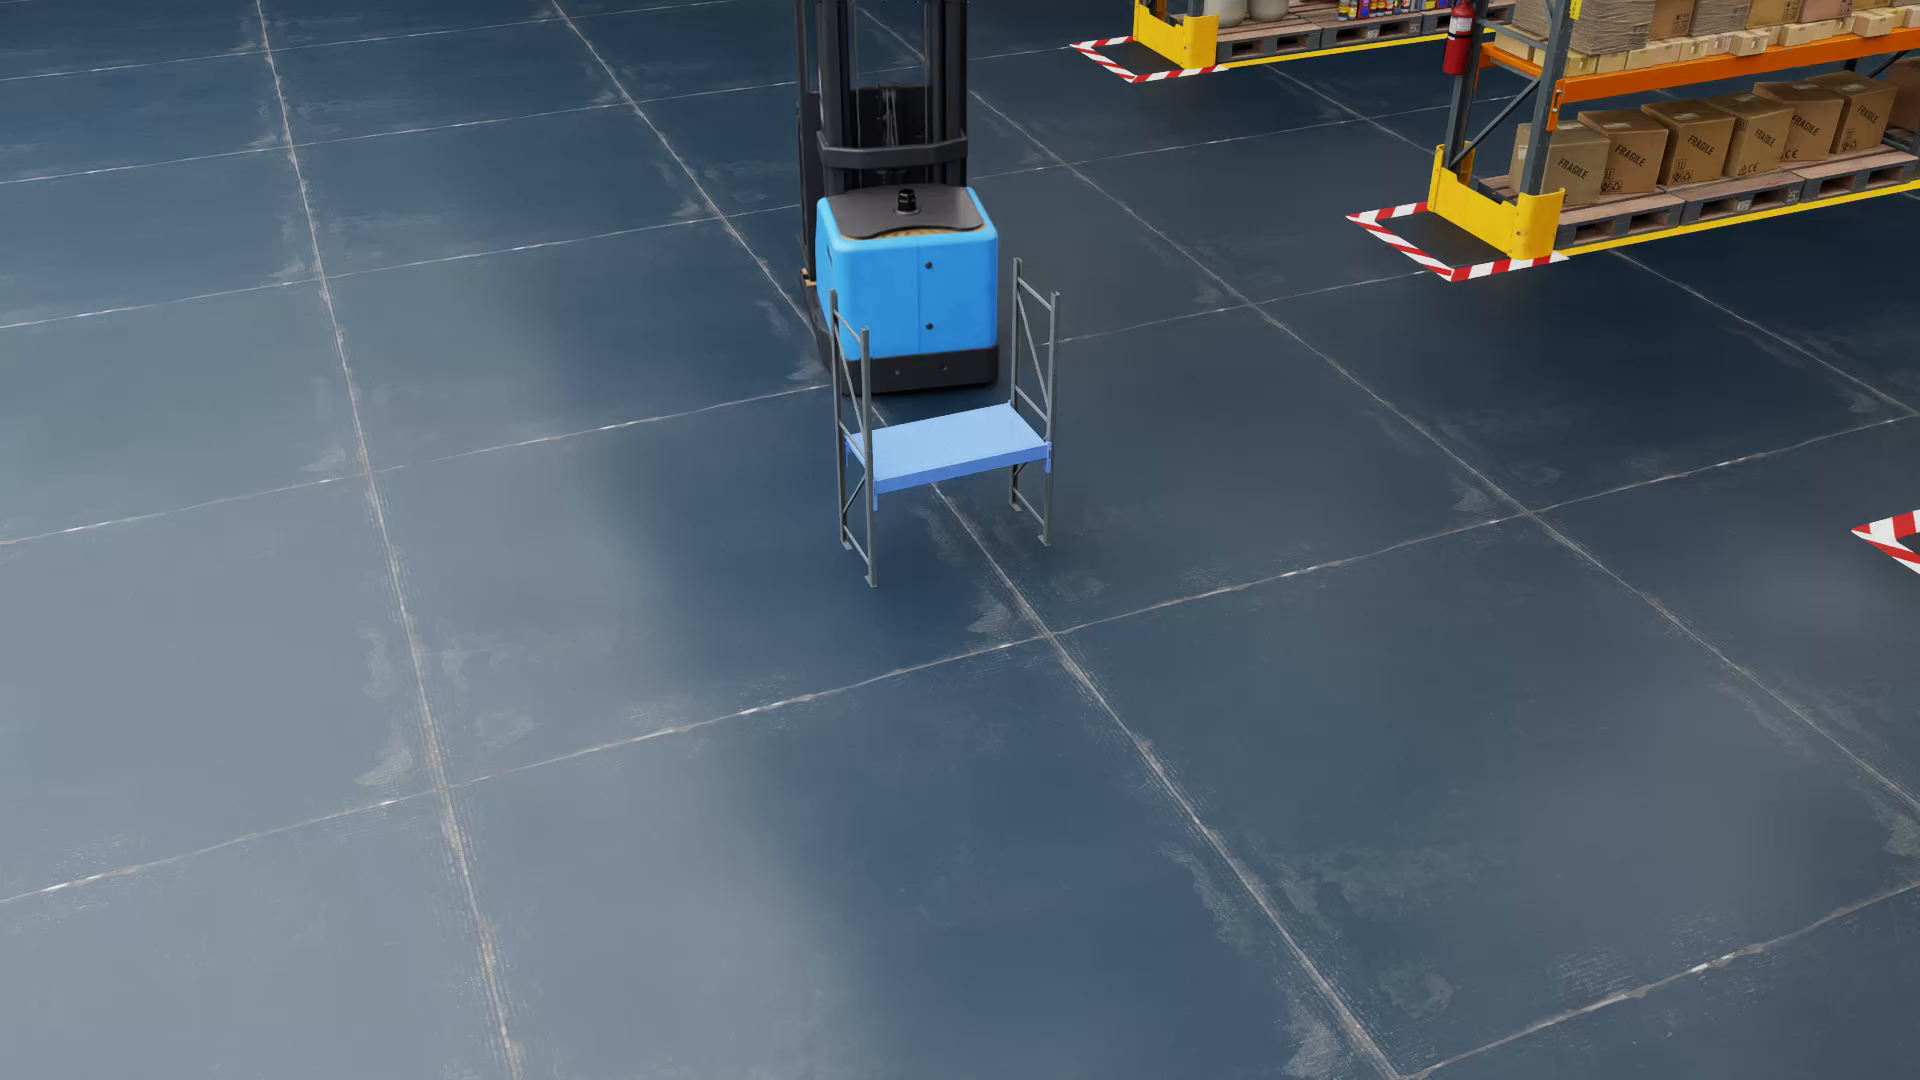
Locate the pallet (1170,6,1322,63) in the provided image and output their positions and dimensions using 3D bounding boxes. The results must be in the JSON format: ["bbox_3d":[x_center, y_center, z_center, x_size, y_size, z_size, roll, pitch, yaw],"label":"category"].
[{"bbox_3d":[2.892,-5.168,16.917,1.213,0.211,1.003,-13,35,-19],"label":"pallet"}]

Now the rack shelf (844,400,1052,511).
[{"bbox_3d":[-0.079,-0.460,8.829,1.000,0.185,0.538,-13,35,-19],"label":"rack shelf"}]

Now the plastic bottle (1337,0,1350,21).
[{"bbox_3d":[3.881,-5.395,16.808,0.097,0.271,0.097,0,33,0],"label":"plastic bottle"}]

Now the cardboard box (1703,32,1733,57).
[{"bbox_3d":[5.512,-3.740,12.396,0.250,0.149,0.380,-13,35,-19],"label":"cardboard box"}]

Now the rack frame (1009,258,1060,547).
[{"bbox_3d":[0.390,-0.718,8.896,0.032,1.500,0.500,-13,35,-19],"label":"rack frame"}]

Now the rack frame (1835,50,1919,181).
[{"bbox_3d":[7.695,-4.482,13.306,0.127,3.000,1.000,-13,35,-19],"label":"rack frame"}]

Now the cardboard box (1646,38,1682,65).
[{"bbox_3d":[5.058,-3.624,12.218,0.250,0.149,0.380,-13,35,-19],"label":"cardboard box"}]

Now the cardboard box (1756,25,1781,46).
[{"bbox_3d":[5.961,-3.860,12.580,0.250,0.149,0.380,-13,35,-19],"label":"cardboard box"}]

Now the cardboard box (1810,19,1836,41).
[{"bbox_3d":[6.438,-3.945,12.711,0.250,0.149,0.380,-13,35,-19],"label":"cardboard box"}]

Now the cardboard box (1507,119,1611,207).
[{"bbox_3d":[4.589,-2.889,12.765,0.500,0.500,0.500,-7,34,-10],"label":"cardboard box"}]

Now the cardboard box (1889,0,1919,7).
[{"bbox_3d":[7.256,-4.585,13.100,0.500,0.500,0.875,-13,35,-19],"label":"cardboard box"}]

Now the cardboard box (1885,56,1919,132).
[{"bbox_3d":[8.269,-3.738,14.051,0.500,0.500,0.700,-16,36,-23],"label":"cardboard box"}]

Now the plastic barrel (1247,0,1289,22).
[{"bbox_3d":[3.129,-5.545,16.835,0.421,0.512,0.421,0,33,0],"label":"plastic barrel"}]

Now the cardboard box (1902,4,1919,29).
[{"bbox_3d":[7.376,-4.136,13.004,0.250,0.149,0.380,-13,35,-19],"label":"cardboard box"}]

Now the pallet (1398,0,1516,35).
[{"bbox_3d":[5.142,-5.683,17.709,1.213,0.211,1.003,-13,35,-19],"label":"pallet"}]

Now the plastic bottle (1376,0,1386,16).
[{"bbox_3d":[4.290,-5.489,16.951,0.097,0.271,0.097,0,33,0],"label":"plastic bottle"}]

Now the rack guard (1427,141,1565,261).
[{"bbox_3d":[4.077,-2.606,12.715,0.348,0.500,1.175,-13,35,-19],"label":"rack guard"}]

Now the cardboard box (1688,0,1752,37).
[{"bbox_3d":[5.417,-4.156,12.441,0.500,0.500,0.875,-13,35,-19],"label":"cardboard box"}]

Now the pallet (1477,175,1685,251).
[{"bbox_3d":[4.839,-2.639,13.030,1.213,0.211,1.003,-13,35,-19],"label":"pallet"}]

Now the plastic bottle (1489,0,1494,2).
[{"bbox_3d":[5.563,-5.751,17.419,0.097,0.201,0.097,0,33,0],"label":"plastic bottle"}]

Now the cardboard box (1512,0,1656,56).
[{"bbox_3d":[4.524,-3.907,12.057,0.500,0.500,0.875,-13,35,-19],"label":"cardboard box"}]

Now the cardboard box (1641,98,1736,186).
[{"bbox_3d":[5.711,-3.155,13.174,0.500,0.500,0.500,-10,34,-14],"label":"cardboard box"}]

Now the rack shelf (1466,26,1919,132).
[{"bbox_3d":[5.851,-3.758,12.853,4.000,0.370,1.077,-13,35,-19],"label":"rack shelf"}]

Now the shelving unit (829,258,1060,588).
[{"bbox_3d":[-0.079,-0.611,8.731,1.048,1.500,0.538,-13,35,-19],"label":"shelving unit"}]

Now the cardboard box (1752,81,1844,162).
[{"bbox_3d":[6.785,-3.421,13.583,0.500,0.500,0.500,-2,33,-4],"label":"cardboard box"}]

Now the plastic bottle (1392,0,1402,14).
[{"bbox_3d":[4.477,-5.531,17.017,0.097,0.271,0.097,0,33,0],"label":"plastic bottle"}]

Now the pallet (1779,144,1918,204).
[{"bbox_3d":[7.089,-3.154,13.821,1.213,0.211,1.003,-13,35,-19],"label":"pallet"}]

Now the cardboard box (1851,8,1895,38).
[{"bbox_3d":[6.935,-4.004,12.802,0.250,0.149,0.380,-13,35,-19],"label":"cardboard box"}]

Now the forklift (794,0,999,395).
[{"bbox_3d":[-0.547,-2.933,10.988,1.130,2.935,3.031,-6,34,-10],"label":"forklift"}]

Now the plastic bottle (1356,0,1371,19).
[{"bbox_3d":[4.097,-5.439,16.864,0.133,0.283,0.061,-12,35,-18],"label":"plastic bottle"}]

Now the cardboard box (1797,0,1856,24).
[{"bbox_3d":[6.359,-4.341,12.724,0.500,0.500,0.875,-13,35,-19],"label":"cardboard box"}]

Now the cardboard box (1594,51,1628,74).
[{"bbox_3d":[4.600,-3.516,12.051,0.250,0.149,0.380,-13,35,-19],"label":"cardboard box"}]

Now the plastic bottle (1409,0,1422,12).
[{"bbox_3d":[4.669,-5.594,17.108,0.135,0.276,0.152,-12,35,-18],"label":"plastic bottle"}]

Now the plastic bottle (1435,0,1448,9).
[{"bbox_3d":[4.984,-5.642,17.176,0.133,0.283,0.061,-11,35,-16],"label":"plastic bottle"}]
